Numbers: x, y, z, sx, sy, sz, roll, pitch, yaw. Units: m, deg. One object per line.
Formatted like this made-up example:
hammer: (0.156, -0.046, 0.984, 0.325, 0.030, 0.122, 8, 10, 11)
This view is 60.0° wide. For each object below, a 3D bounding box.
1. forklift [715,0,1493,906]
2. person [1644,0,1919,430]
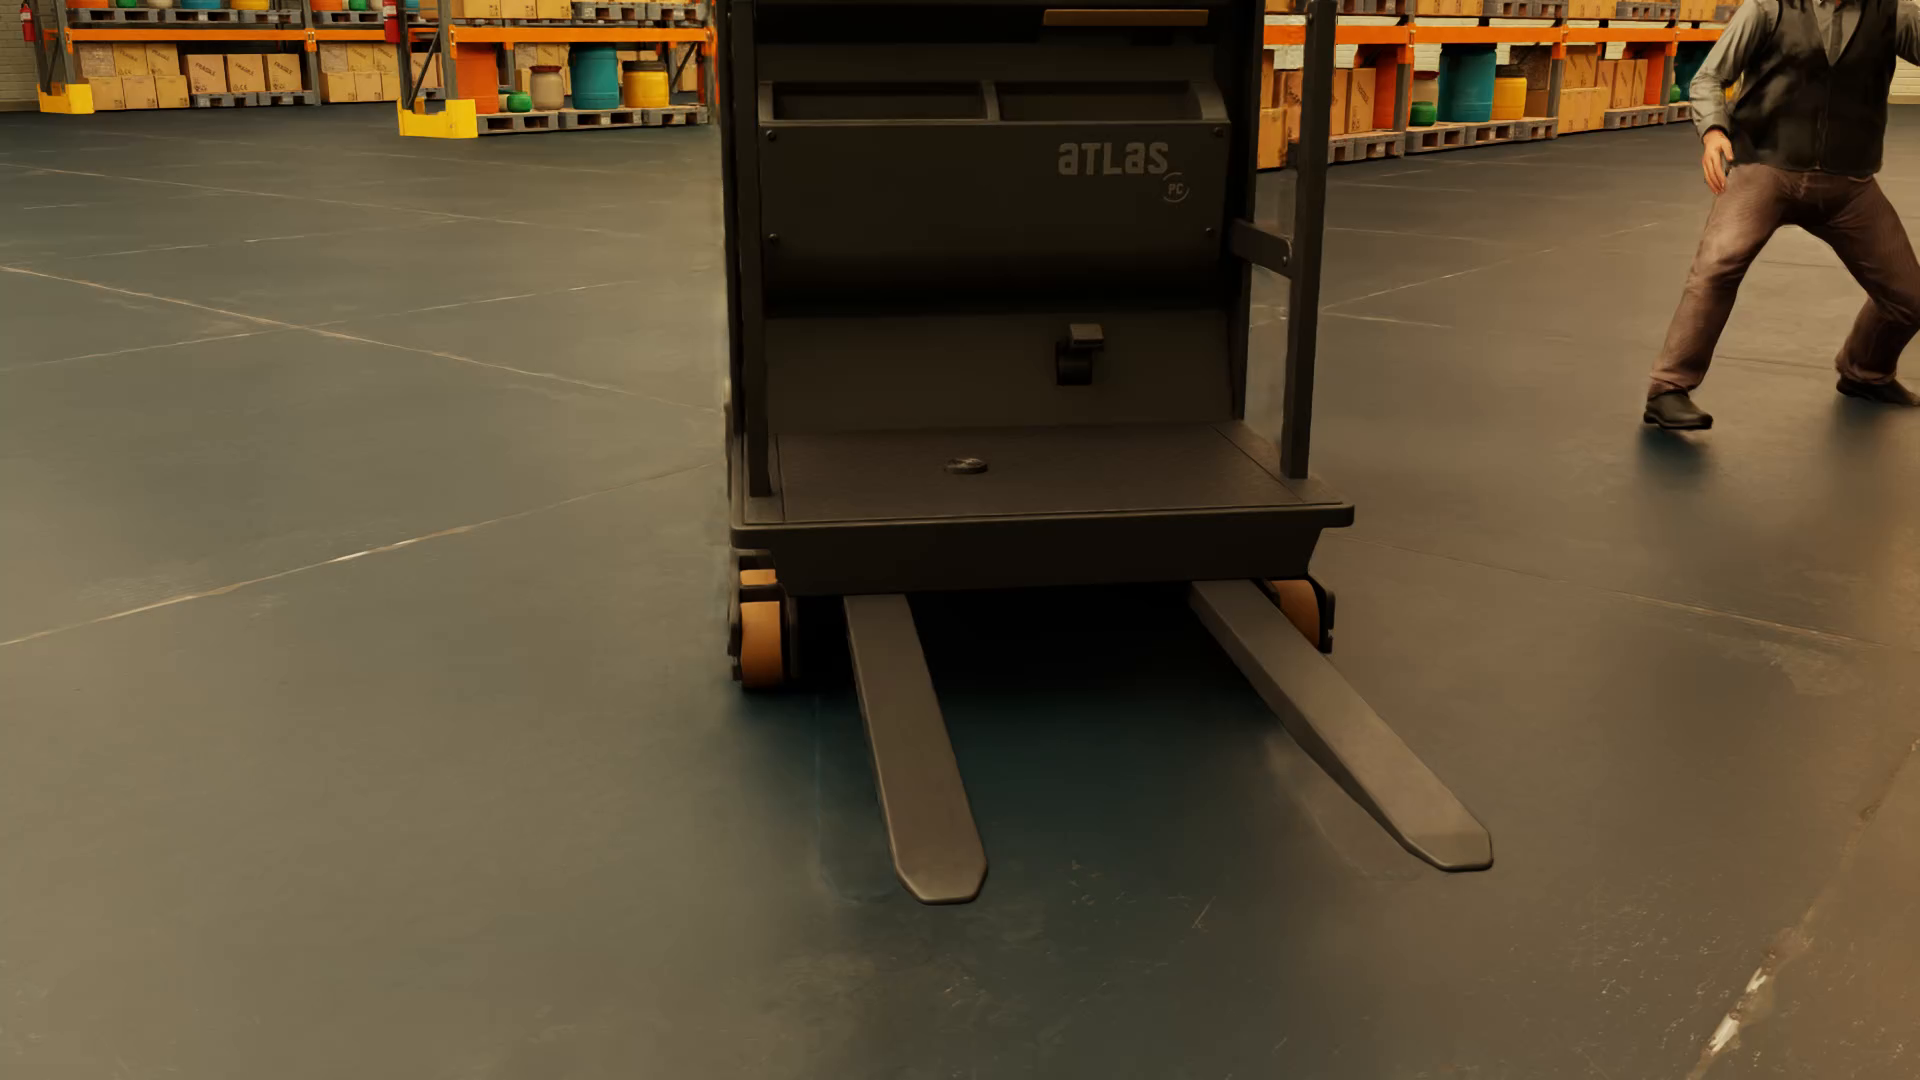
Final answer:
forklift: (0.096, -1.235, 2.966, 1.130, 2.935, 3.031, -2, 17, -7)
person: (2.609, -1.100, 4.981, 0.996, 1.576, 0.913, 3, 17, 10)
